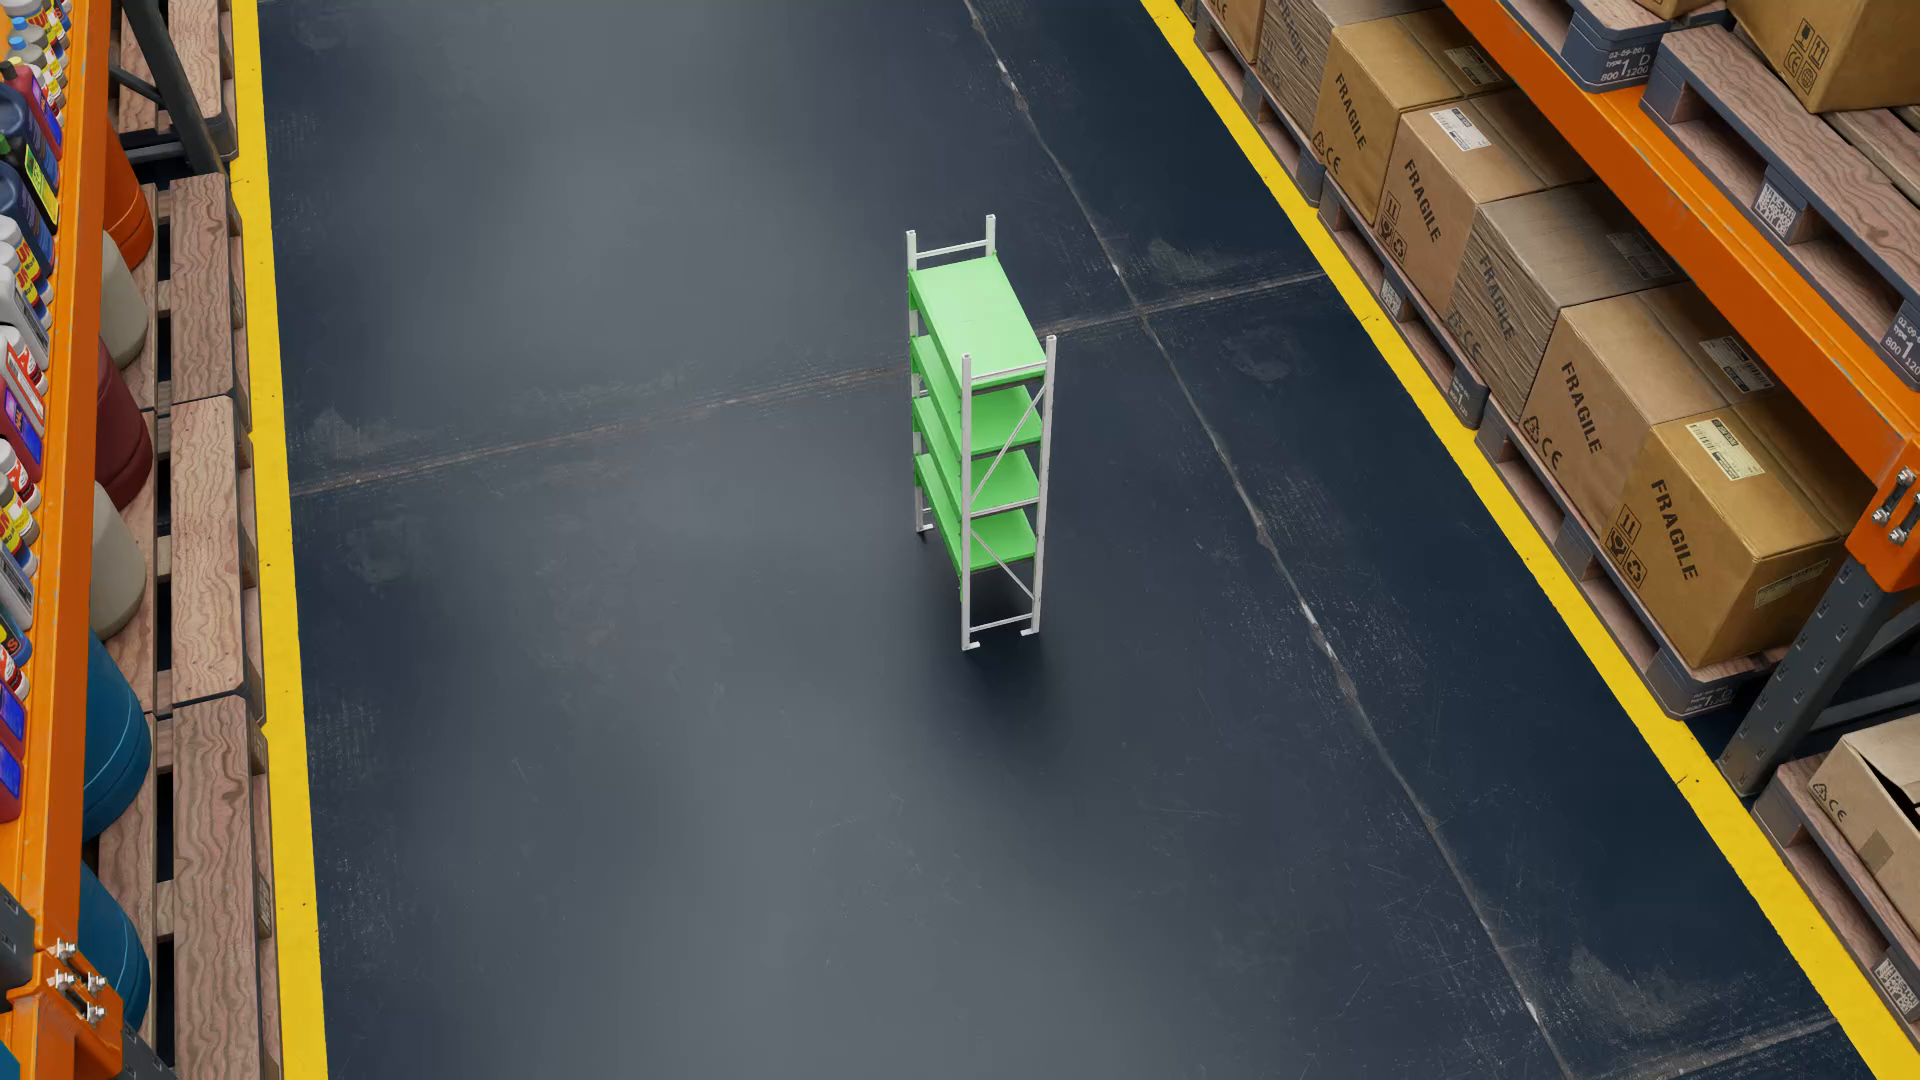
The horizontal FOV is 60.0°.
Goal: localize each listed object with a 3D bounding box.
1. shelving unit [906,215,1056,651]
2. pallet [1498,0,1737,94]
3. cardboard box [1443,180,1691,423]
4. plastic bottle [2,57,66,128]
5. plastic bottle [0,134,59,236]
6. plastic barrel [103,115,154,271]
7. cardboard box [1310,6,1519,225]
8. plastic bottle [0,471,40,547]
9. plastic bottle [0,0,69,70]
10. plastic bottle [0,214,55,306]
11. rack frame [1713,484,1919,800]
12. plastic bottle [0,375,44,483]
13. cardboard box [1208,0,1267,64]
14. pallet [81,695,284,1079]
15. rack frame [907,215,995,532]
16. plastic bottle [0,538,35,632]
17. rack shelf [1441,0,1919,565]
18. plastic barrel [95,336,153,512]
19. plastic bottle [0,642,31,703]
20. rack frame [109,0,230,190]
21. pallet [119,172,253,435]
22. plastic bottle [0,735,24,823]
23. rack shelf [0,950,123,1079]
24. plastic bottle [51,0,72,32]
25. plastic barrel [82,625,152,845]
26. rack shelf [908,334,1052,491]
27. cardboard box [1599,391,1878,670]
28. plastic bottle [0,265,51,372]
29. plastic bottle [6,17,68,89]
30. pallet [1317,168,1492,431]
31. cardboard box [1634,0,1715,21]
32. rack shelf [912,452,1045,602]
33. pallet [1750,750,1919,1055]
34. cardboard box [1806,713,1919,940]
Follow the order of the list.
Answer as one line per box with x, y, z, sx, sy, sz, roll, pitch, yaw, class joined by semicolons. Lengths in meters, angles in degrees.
0.049;-0.266;4.689;0.258;1.200;0.503;-13;51;-11;shelving unit
2.029;-1.841;4.965;1.003;0.211;1.213;-13;51;-11;pallet
1.927;-0.762;5.277;0.500;0.500;0.500;-13;51;-11;cardboard box
-2.470;-1.187;4.419;0.097;0.201;0.097;0;50;0;plastic bottle
-2.324;-0.901;4.124;0.061;0.283;0.133;-13;51;-11;plastic bottle
-3.122;-1.287;5.518;0.600;0.830;0.708;-13;51;-11;plastic barrel
1.615;-1.512;5.910;0.500;0.500;0.500;-14;51;-11;cardboard box
-2.018;-0.073;3.479;0.097;0.201;0.097;0;50;0;plastic bottle
-2.556;-1.423;4.572;0.097;0.271;0.097;0;50;0;plastic bottle
-2.252;-0.674;3.940;0.097;0.271;0.097;0;50;0;plastic bottle
2.633;-0.401;3.626;1.000;3.000;0.127;-13;51;-11;rack frame
-2.064;-0.259;3.582;0.061;0.283;0.133;-13;51;-11;plastic bottle
1.311;-2.261;6.541;0.500;0.500;0.500;-11;51;-9;cardboard box
-2.289;1.043;4.233;1.003;0.211;1.213;-13;51;-11;pallet
-0.023;-0.444;4.840;0.240;1.200;0.015;-13;51;-11;rack frame
-1.981;0.065;3.314;0.152;0.276;0.135;-13;51;-11;plastic bottle
2.041;-1.629;5.132;1.077;0.370;4.000;-13;51;-11;rack shelf
-2.788;-0.385;4.915;0.600;0.588;0.708;-13;51;-11;plastic barrel
-1.892;0.239;3.217;0.097;0.201;0.097;0;50;0;plastic bottle
-3.283;-2.205;5.147;1.000;3.000;0.127;-13;51;-11;rack frame
-3.010;-0.740;5.735;1.003;0.211;1.213;-13;51;-11;pallet
-1.801;0.390;3.036;0.061;0.283;0.133;-13;51;-11;plastic bottle
-1.509;2.409;1.728;1.077;0.370;4.000;-13;51;-11;rack shelf
-2.613;-1.565;4.692;0.097;0.271;0.097;0;50;0;plastic bottle
-2.454;0.339;4.100;0.600;0.901;0.708;-13;51;-11;plastic barrel
0.049;-0.379;4.555;0.258;0.148;0.480;-13;51;-11;rack shelf
2.213;-0.032;4.662;0.500;0.500;0.500;-14;51;-11;cardboard box
-2.216;-0.513;3.802;0.152;0.276;0.135;-13;51;-11;plastic bottle
-2.527;-1.329;4.539;0.097;0.201;0.097;0;50;0;plastic bottle
1.992;-0.980;5.938;1.003;0.211;1.213;-13;51;-11;pallet
2.051;-1.845;4.503;0.700;0.500;0.500;-25;54;-20;cardboard box
0.049;-0.070;4.922;0.258;0.148;0.480;-13;51;-11;rack shelf
2.835;1.000;4.269;1.003;0.211;1.213;-13;51;-11;pallet
2.550;0.680;4.186;0.500;0.311;0.500;-13;51;-11;cardboard box
